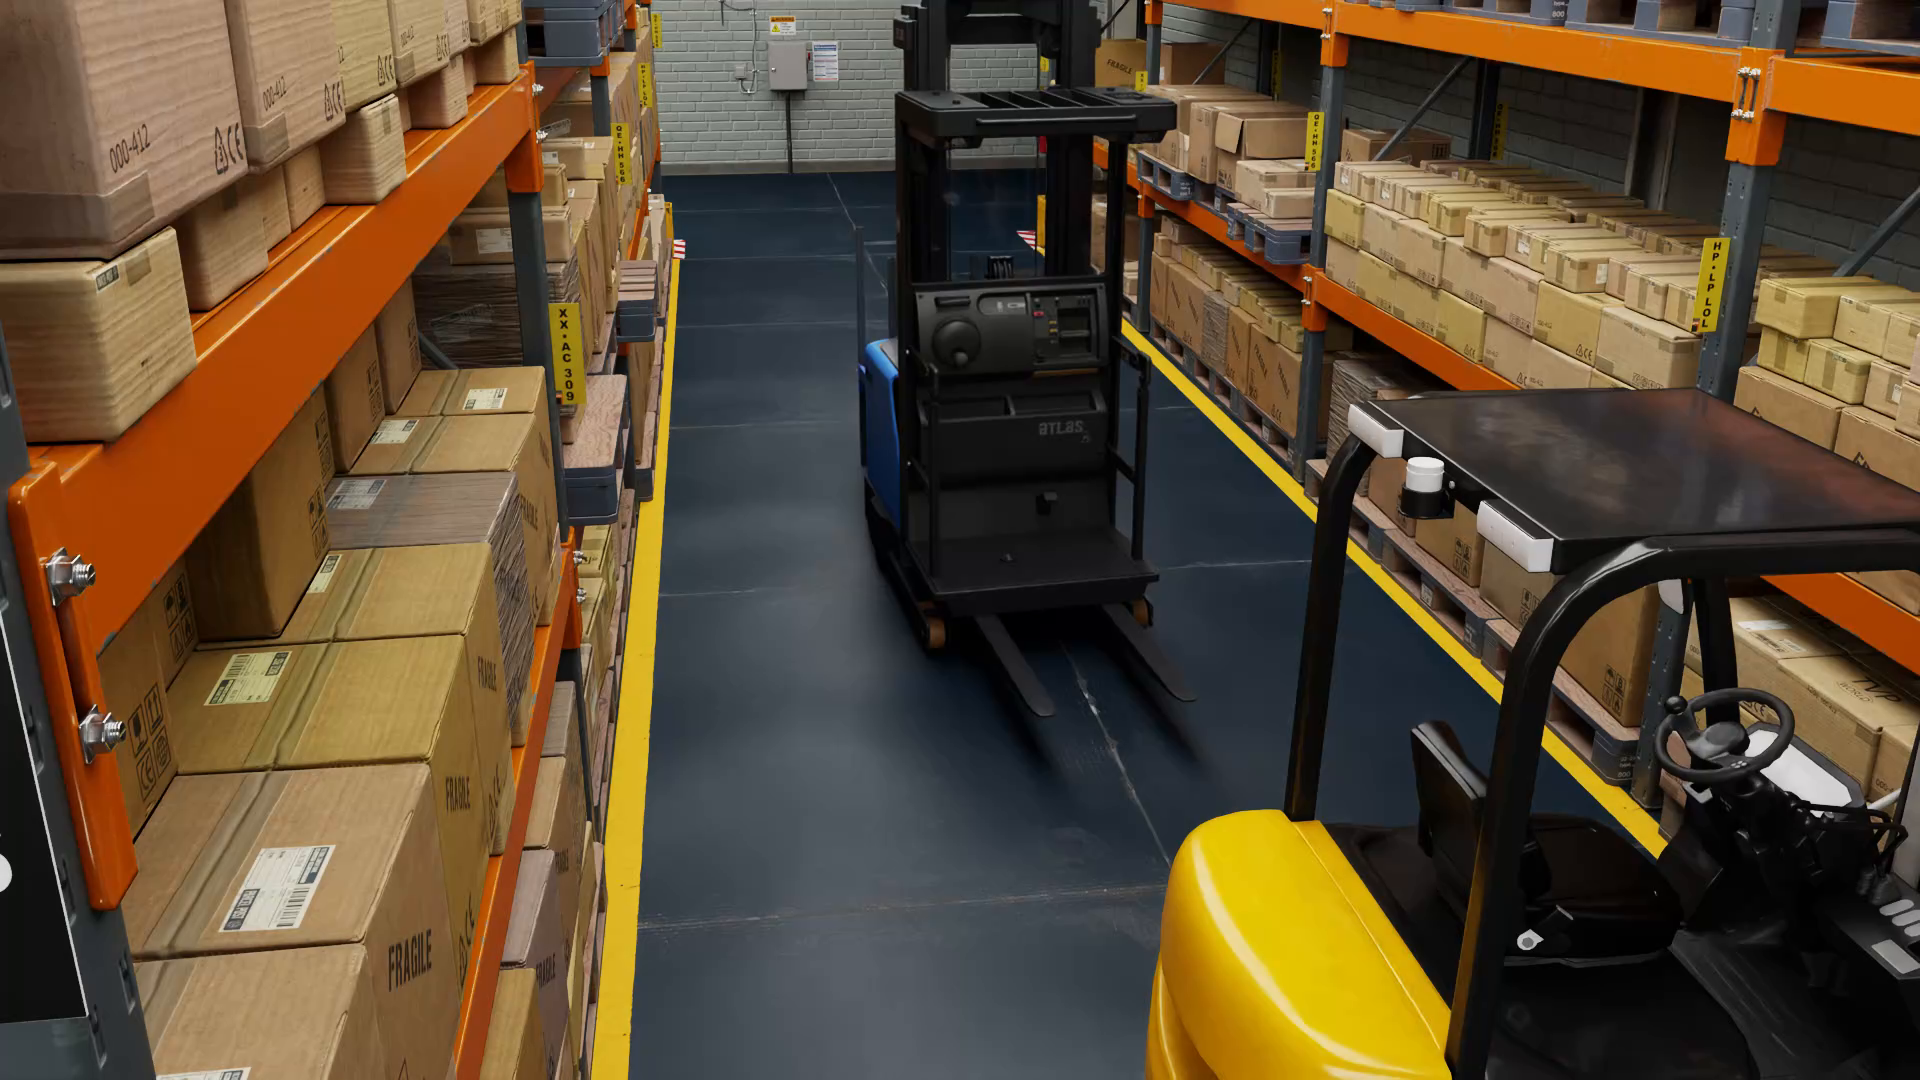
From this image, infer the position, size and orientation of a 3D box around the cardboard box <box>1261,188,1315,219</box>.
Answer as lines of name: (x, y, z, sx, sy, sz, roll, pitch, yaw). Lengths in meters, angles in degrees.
cardboard box: (2.078, -2.077, 10.248, 0.380, 0.149, 0.250, -3, 21, -7)

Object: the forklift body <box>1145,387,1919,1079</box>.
forklift body: (1.627, 0.813, 3.965, 2.313, 2.155, 1.214, -3, 21, -8)

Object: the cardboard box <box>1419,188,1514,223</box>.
cardboard box: (2.525, -1.660, 8.303, 0.380, 0.149, 0.250, -3, 21, -7)

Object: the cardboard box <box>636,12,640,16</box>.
cardboard box: (-3.024, -4.574, 14.676, 0.380, 0.149, 0.250, -2, 21, -6)

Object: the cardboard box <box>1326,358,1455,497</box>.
cardboard box: (2.629, -0.657, 9.483, 0.875, 0.625, 0.625, -2, 21, -6)

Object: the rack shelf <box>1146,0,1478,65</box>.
rack shelf: (2.264, -3.550, 11.176, 1.077, 0.370, 4.000, -3, 21, -8)

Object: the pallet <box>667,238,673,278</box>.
pallet: (-3.319, -2.729, 16.220, 1.003, 0.211, 1.213, -3, 21, -8)

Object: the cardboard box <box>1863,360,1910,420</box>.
cardboard box: (3.019, -0.453, 5.073, 0.380, 0.149, 0.250, -3, 21, -8)

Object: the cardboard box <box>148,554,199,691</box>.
cardboard box: (-1.736, 0.064, 2.759, 0.700, 0.500, 0.500, -3, 21, -8)

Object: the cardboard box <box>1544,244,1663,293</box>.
cardboard box: (2.653, -1.123, 6.865, 0.380, 0.149, 0.250, -4, 21, -9)

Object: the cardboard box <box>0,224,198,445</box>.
cardboard box: (-0.932, -0.187, 1.501, 0.380, 0.149, 0.250, -3, 21, -8)

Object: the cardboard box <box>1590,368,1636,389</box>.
cardboard box: (2.798, -0.496, 6.471, 0.500, 0.250, 0.500, -2, 21, -7)

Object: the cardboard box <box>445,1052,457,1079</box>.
cardboard box: (-1.049, 0.949, 2.748, 0.380, 0.149, 0.250, -3, 21, -7)

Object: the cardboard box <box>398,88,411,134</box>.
cardboard box: (-1.347, -0.896, 3.399, 0.380, 0.149, 0.250, -2, 21, -7)

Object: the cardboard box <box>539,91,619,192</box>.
cardboard box: (-2.188, -2.236, 9.345, 0.500, 0.500, 0.500, -4, 21, -10)

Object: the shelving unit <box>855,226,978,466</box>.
shelving unit: (-0.264, -1.018, 9.798, 0.538, 1.500, 1.048, -5, 21, -12)

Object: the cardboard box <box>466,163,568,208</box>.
cardboard box: (-1.758, -1.391, 6.559, 0.380, 0.149, 0.250, -2, 21, -5)

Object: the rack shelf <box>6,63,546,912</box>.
rack shelf: (-1.494, -0.529, 3.086, 1.077, 0.370, 4.000, -3, 21, -8)

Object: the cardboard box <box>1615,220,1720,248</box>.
cardboard box: (3.159, -1.332, 7.425, 0.380, 0.149, 0.250, -3, 21, -8)

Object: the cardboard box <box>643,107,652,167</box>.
cardboard box: (-2.812, -3.320, 13.675, 0.500, 0.500, 0.500, -3, 21, -7)

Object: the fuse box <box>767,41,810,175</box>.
fuse box: (-2.248, -5.711, 22.061, 0.539, 1.711, 0.414, -3, 21, -8)

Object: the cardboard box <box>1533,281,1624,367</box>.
cardboard box: (2.724, -0.903, 6.848, 0.500, 0.250, 0.500, -3, 21, -9)

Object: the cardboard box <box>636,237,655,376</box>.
cardboard box: (-2.629, -1.601, 11.653, 0.875, 0.875, 0.875, -2, 21, -6)

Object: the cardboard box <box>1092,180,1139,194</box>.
cardboard box: (1.394, -3.370, 16.920, 0.797, 0.503, 0.637, -4, 21, -10)

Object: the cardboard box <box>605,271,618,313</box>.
cardboard box: (-1.806, -1.159, 7.791, 0.380, 0.149, 0.250, -3, 21, -7)

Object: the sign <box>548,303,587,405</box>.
sign: (-1.246, -0.589, 5.268, 0.100, 0.325, 0.005, -3, 21, -8)

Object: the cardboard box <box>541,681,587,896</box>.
cardboard box: (-1.431, 0.778, 5.103, 0.500, 0.500, 0.500, -3, 21, -9)

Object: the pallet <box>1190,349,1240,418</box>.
pallet: (2.310, -1.165, 12.034, 1.003, 0.211, 1.213, -3, 21, -8)

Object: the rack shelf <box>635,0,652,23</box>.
rack shelf: (-3.223, -4.684, 14.210, 1.077, 0.370, 4.000, -3, 21, -8)

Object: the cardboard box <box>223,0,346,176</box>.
cardboard box: (-1.077, -0.605, 2.050, 0.500, 0.250, 0.500, -3, 21, -9)

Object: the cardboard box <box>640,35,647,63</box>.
cardboard box: (-2.893, -3.968, 13.982, 0.500, 0.500, 0.500, -3, 21, -7)

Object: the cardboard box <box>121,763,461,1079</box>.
cardboard box: (-1.077, 0.689, 2.518, 0.500, 0.500, 0.500, -2, 21, -6)

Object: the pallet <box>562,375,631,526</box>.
pallet: (-1.748, -0.335, 6.101, 1.003, 0.211, 1.213, -3, 21, -8)

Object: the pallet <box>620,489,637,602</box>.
pallet: (-2.247, 0.039, 8.810, 1.003, 0.211, 1.213, -3, 21, -8)

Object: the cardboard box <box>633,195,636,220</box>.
cardboard box: (-2.495, -2.358, 11.457, 0.500, 0.250, 0.500, -3, 21, -9)

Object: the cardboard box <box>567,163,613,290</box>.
cardboard box: (-1.859, -1.424, 7.574, 0.500, 0.500, 0.500, -4, 21, -11)

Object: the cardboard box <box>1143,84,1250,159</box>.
cardboard box: (1.825, -3.239, 12.859, 0.700, 0.500, 0.500, -2, 21, -6)

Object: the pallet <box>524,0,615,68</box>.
pallet: (-1.766, -1.689, 5.434, 1.213, 0.211, 1.003, -3, 21, -8)

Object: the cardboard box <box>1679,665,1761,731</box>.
cardboard box: (2.894, 0.636, 5.843, 0.500, 0.250, 0.500, -3, 21, -8)

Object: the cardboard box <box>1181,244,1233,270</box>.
cardboard box: (1.929, -2.186, 12.828, 0.380, 0.149, 0.250, -4, 21, -11)

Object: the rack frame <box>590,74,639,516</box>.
rack frame: (-2.359, -1.538, 9.047, 1.000, 3.000, 0.127, -3, 21, -8)

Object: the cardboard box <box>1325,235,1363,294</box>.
cardboard box: (2.375, -1.553, 9.302, 0.500, 0.250, 0.500, -3, 21, -8)

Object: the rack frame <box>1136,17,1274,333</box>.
rack frame: (1.976, -3.175, 13.429, 1.000, 3.000, 0.127, -3, 21, -8)

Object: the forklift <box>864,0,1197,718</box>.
forklift: (0.301, -0.997, 7.696, 1.130, 2.935, 3.031, -5, 21, -12)

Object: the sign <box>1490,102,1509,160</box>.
sign: (3.101, -2.361, 9.596, 0.100, 0.325, 0.005, -3, 21, -8)

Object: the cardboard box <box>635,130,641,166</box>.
cardboard box: (-2.552, -2.774, 11.855, 0.500, 0.250, 0.500, -2, 21, -6)

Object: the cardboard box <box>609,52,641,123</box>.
cardboard box: (-2.622, -3.296, 12.182, 0.500, 0.500, 0.500, -2, 21, -6)

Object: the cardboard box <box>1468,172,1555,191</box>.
cardboard box: (2.925, -1.860, 8.840, 0.380, 0.149, 0.250, -3, 21, -8)

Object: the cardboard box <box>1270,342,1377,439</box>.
cardboard box: (2.279, -0.951, 10.447, 0.500, 0.500, 0.500, -2, 21, -6)

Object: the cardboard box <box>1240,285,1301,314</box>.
cardboard box: (2.137, -1.644, 11.375, 0.380, 0.149, 0.250, -3, 21, -9)

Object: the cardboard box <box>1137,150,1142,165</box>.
cardboard box: (1.680, -3.155, 13.734, 0.380, 0.149, 0.250, -3, 21, -7)

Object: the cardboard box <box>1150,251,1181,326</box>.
cardboard box: (1.823, -2.021, 13.314, 0.500, 0.500, 0.500, -2, 21, -5)

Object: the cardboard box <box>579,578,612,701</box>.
cardboard box: (-1.967, 0.451, 6.877, 0.950, 0.372, 0.625, -2, 21, -4)
